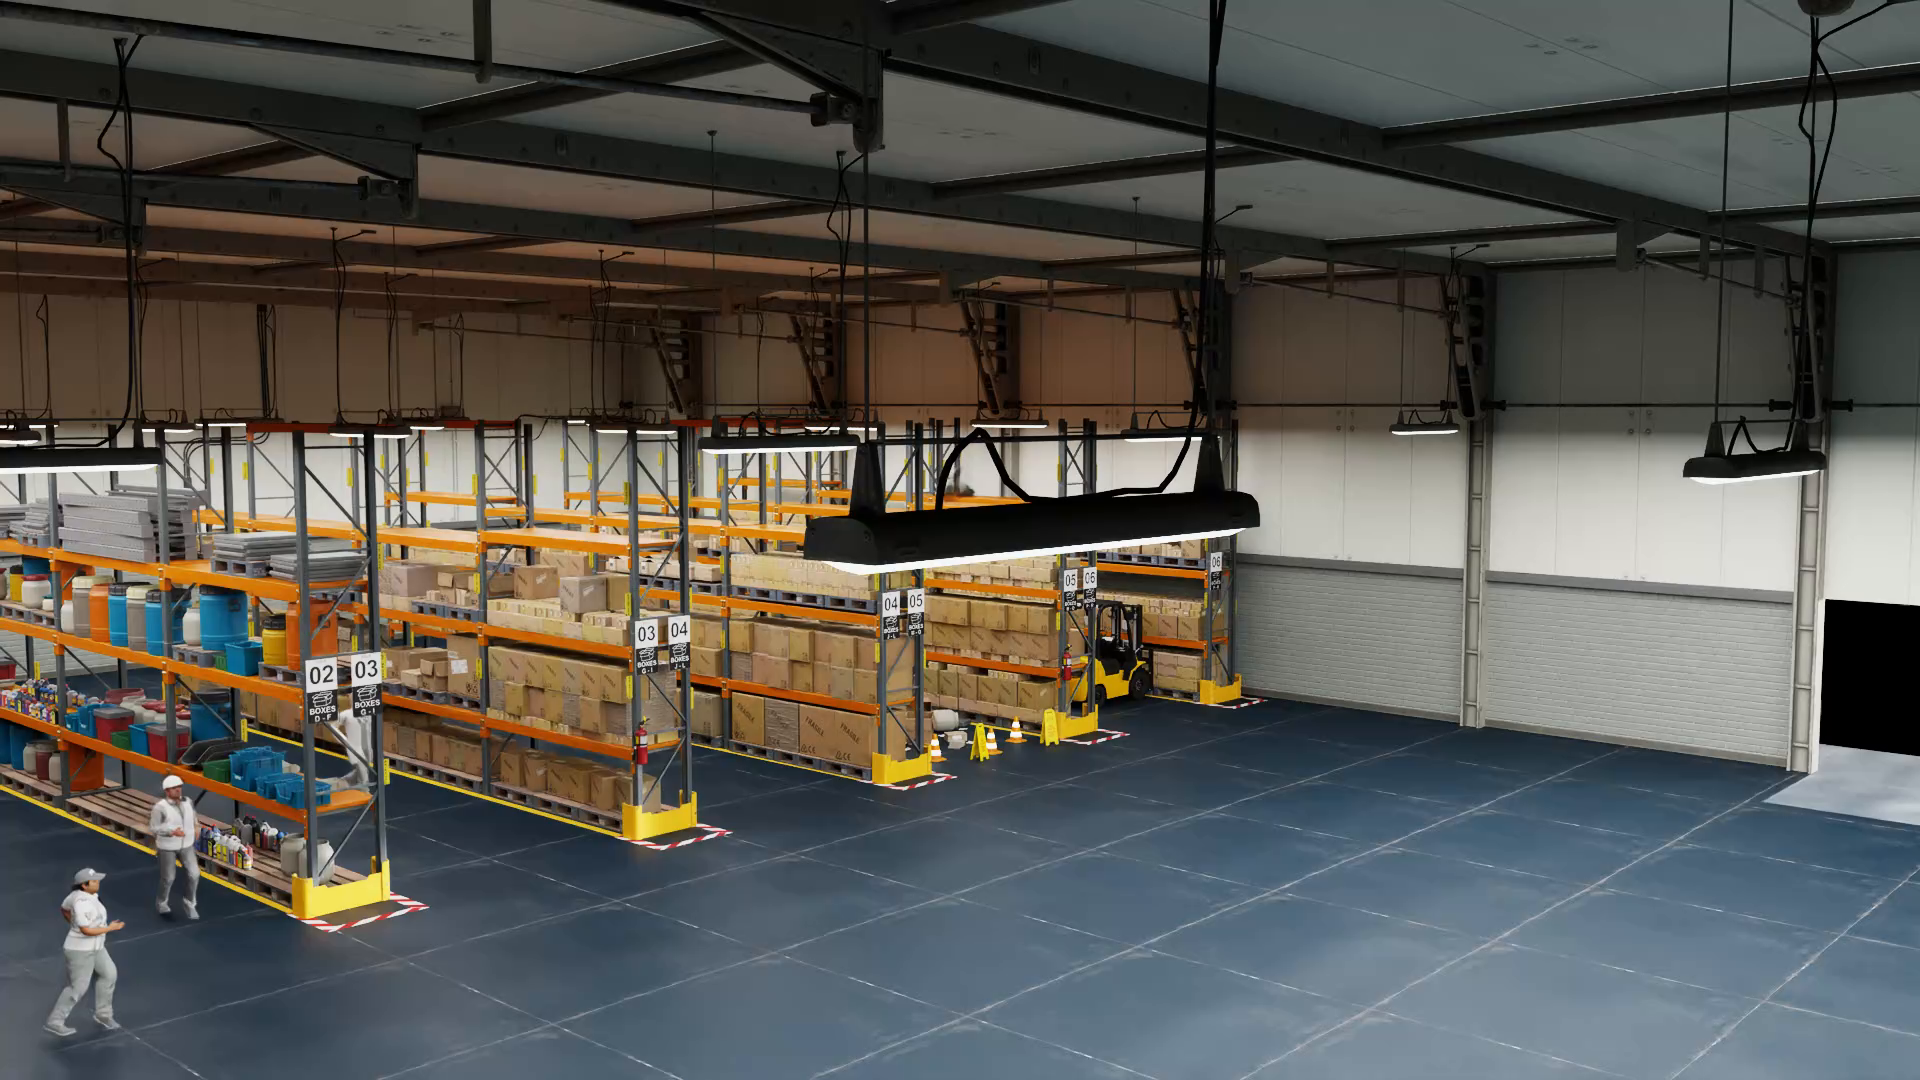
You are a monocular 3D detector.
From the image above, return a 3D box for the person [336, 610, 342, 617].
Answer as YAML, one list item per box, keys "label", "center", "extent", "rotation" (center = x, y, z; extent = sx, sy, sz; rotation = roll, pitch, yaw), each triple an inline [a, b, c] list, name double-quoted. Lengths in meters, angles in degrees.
- label: "person"
  center: [-14.361, 2.384, 38.029]
  extent: [0.632, 1.664, 0.876]
  rotation: [1, 5, 14]

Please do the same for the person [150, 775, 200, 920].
- label: "person"
  center: [-9.617, 3.797, 20.420]
  extent: [0.748, 1.850, 0.675]
  rotation: [4, 6, 38]

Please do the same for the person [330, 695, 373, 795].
- label: "person"
  center: [-9.518, 3.291, 26.278]
  extent: [1.020, 1.754, 0.715]
  rotation: [3, 6, 33]

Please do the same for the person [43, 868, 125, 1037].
- label: "person"
  center: [-8.783, 4.152, 16.675]
  extent: [0.755, 1.744, 0.615]
  rotation: [-2, 5, -22]
